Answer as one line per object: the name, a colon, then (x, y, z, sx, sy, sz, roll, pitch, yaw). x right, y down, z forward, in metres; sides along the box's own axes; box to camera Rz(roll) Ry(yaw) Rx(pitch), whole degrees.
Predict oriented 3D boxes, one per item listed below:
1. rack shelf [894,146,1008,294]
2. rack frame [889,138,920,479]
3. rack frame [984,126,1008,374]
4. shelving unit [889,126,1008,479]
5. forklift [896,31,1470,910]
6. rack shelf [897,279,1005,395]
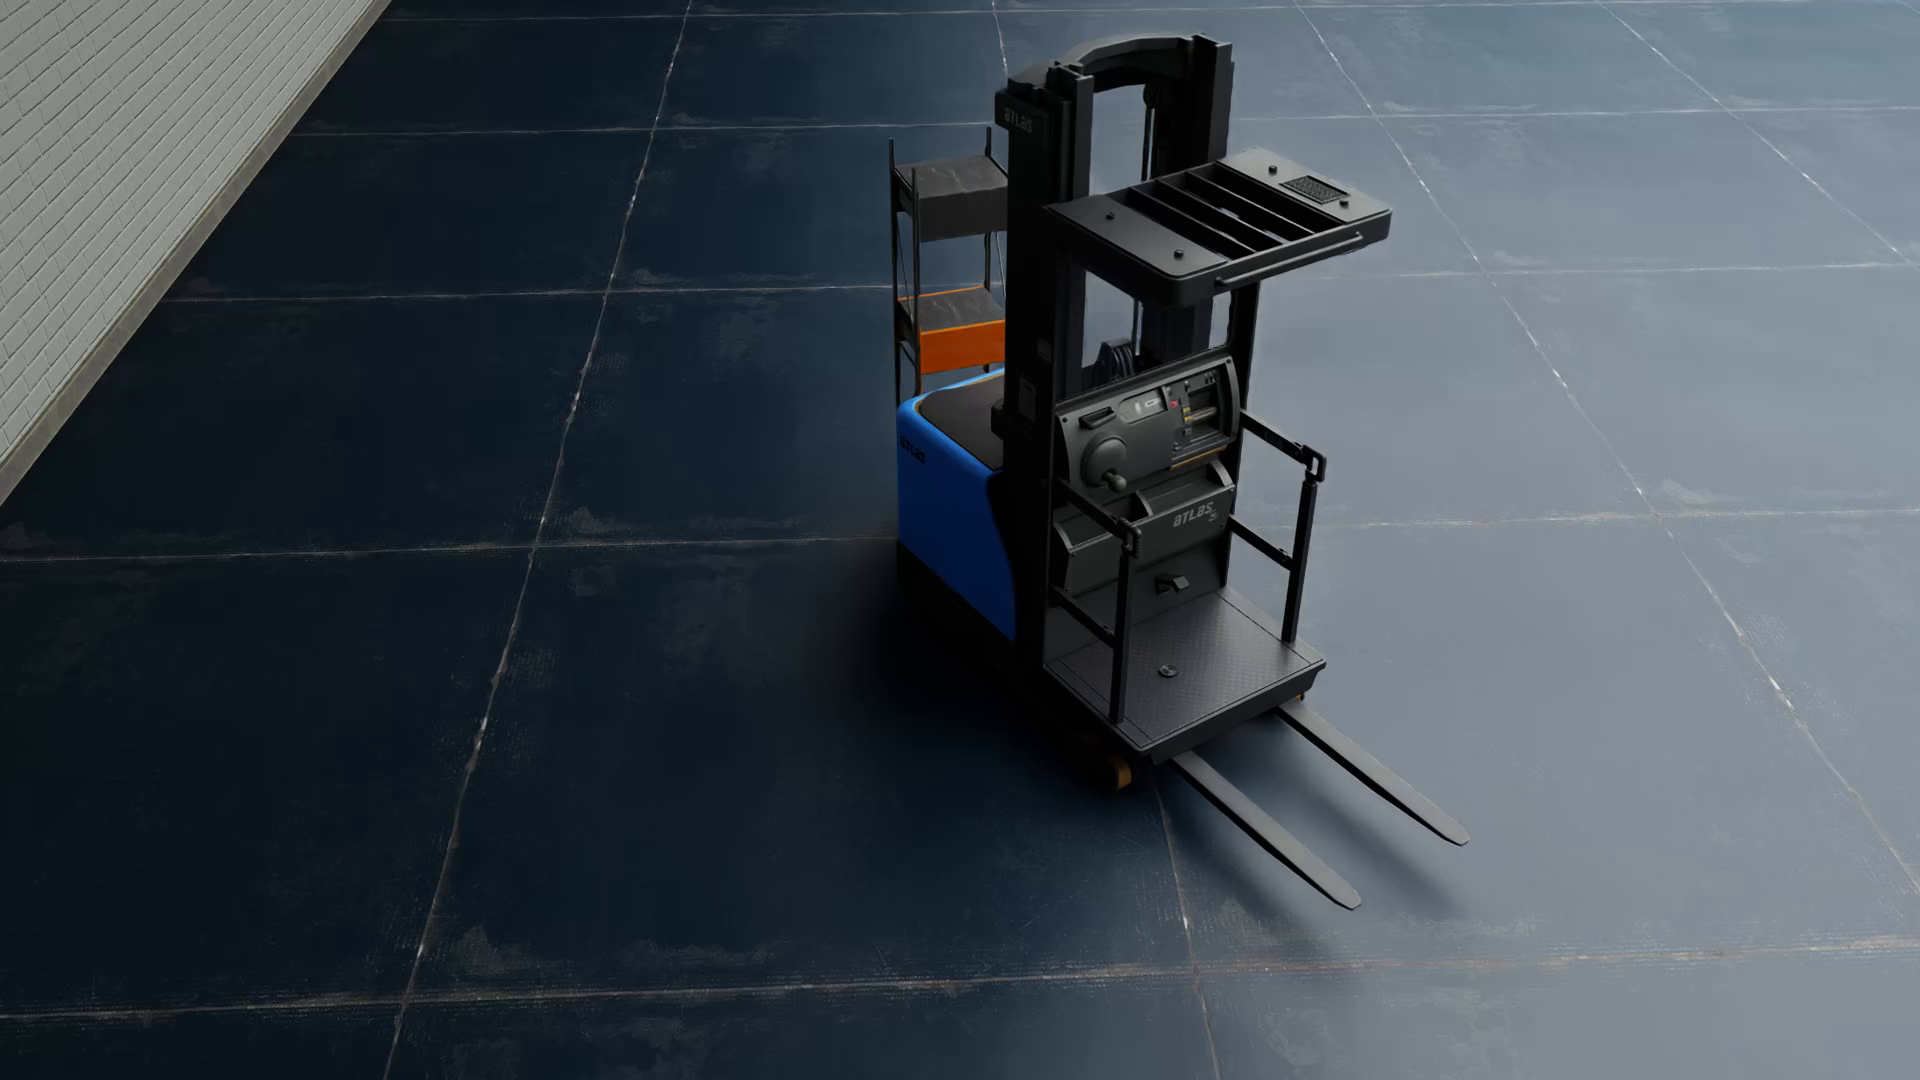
rack shelf: (-0.034, -1.532, 7.949, 0.480, 0.518, 0.431, -11, 36, -15)
rack frame: (-0.265, -0.924, 8.276, 0.015, 2.100, 0.400, -11, 36, -15)
rack frame: (0.198, -1.012, 8.404, 0.015, 2.100, 0.400, -11, 36, -15)
shelving unit: (-0.034, -0.968, 8.340, 0.503, 2.100, 0.431, -11, 36, -15)
forklift: (0.923, -0.429, 6.830, 1.130, 2.935, 3.031, -21, 40, -27)
rack shelf: (-0.034, -0.957, 8.348, 0.480, 0.518, 0.431, -11, 36, -15)
